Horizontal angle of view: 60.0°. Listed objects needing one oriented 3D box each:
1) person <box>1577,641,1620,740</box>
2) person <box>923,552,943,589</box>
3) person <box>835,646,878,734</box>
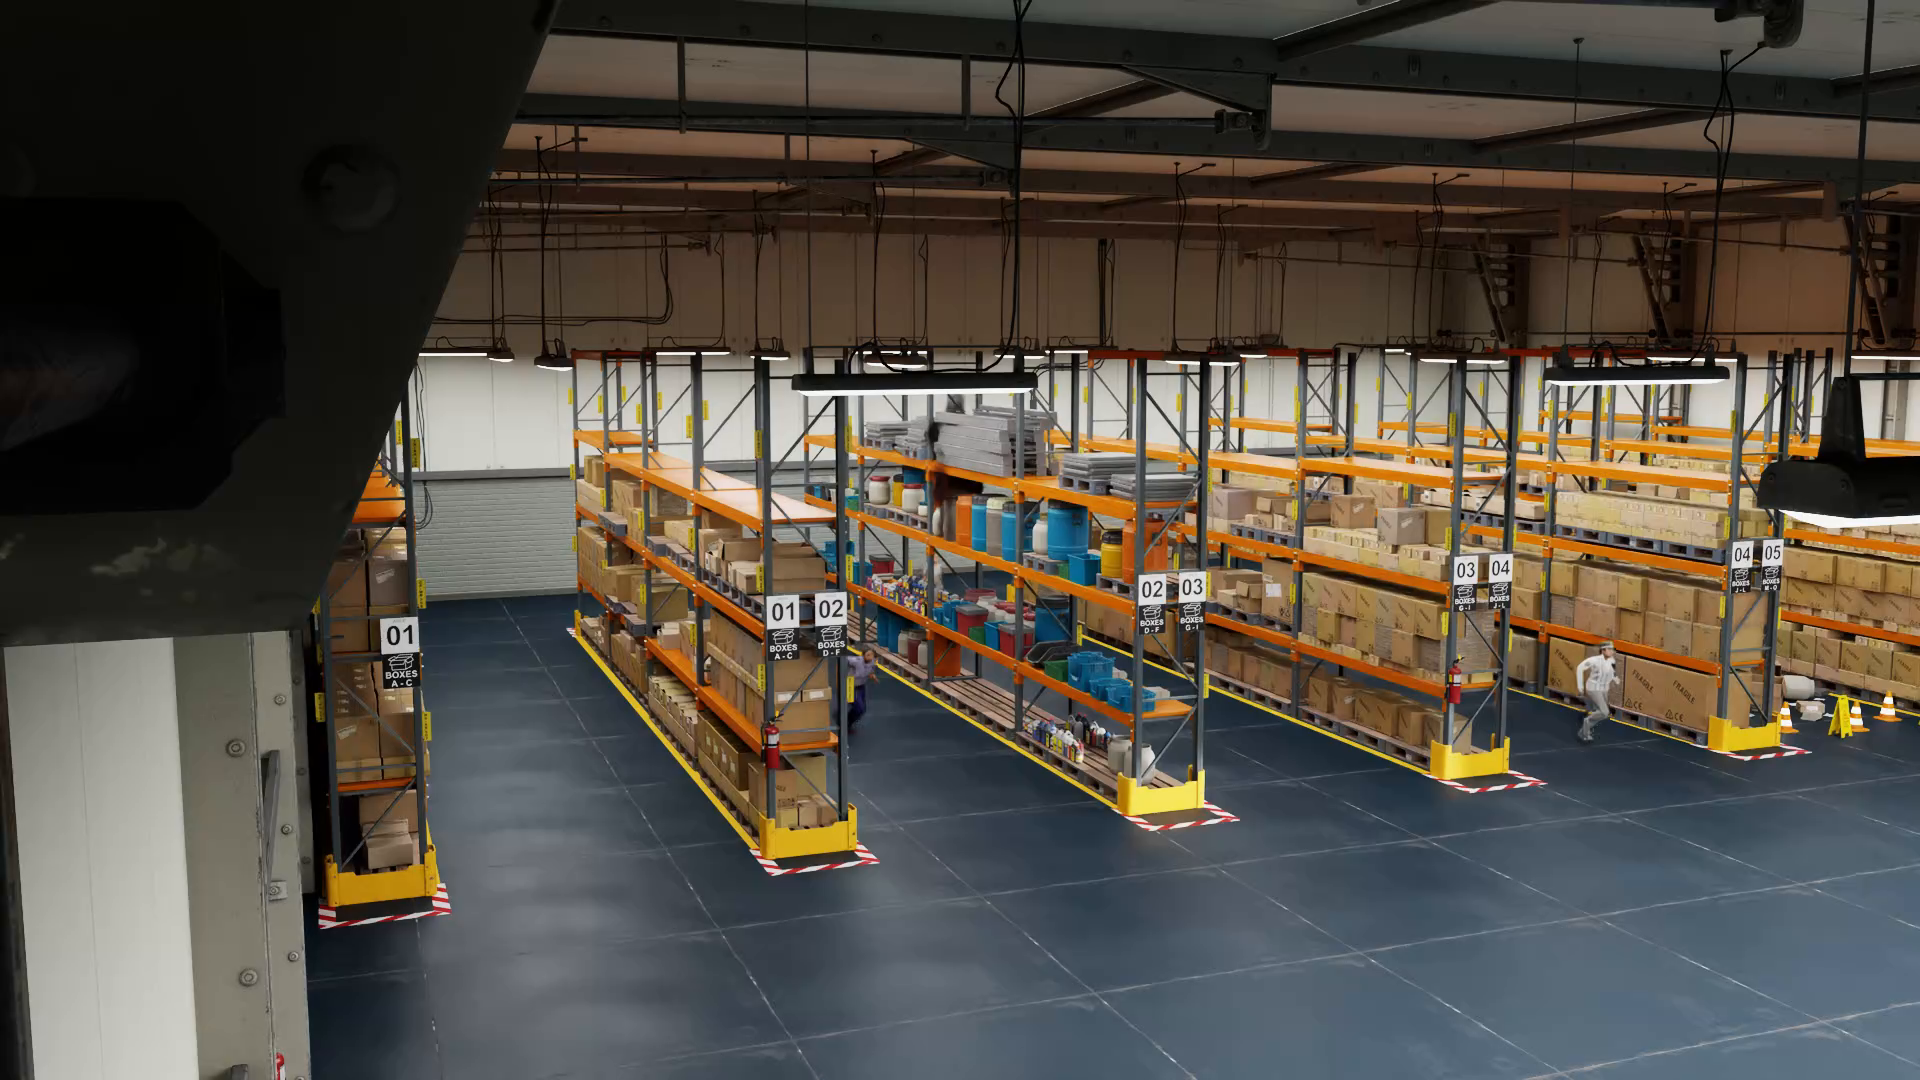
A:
[{"bbox_3d":[9.869,2.324,25.659,0.573,1.611,0.691,-4,8,-30],"label":"person"},{"bbox_3d":[-0.536,1.073,35.783,0.549,1.639,0.558,-4,8,-29],"label":"person"},{"bbox_3d":[-1.641,2.366,26.051,0.857,1.482,0.636,7,10,45],"label":"person"}]
